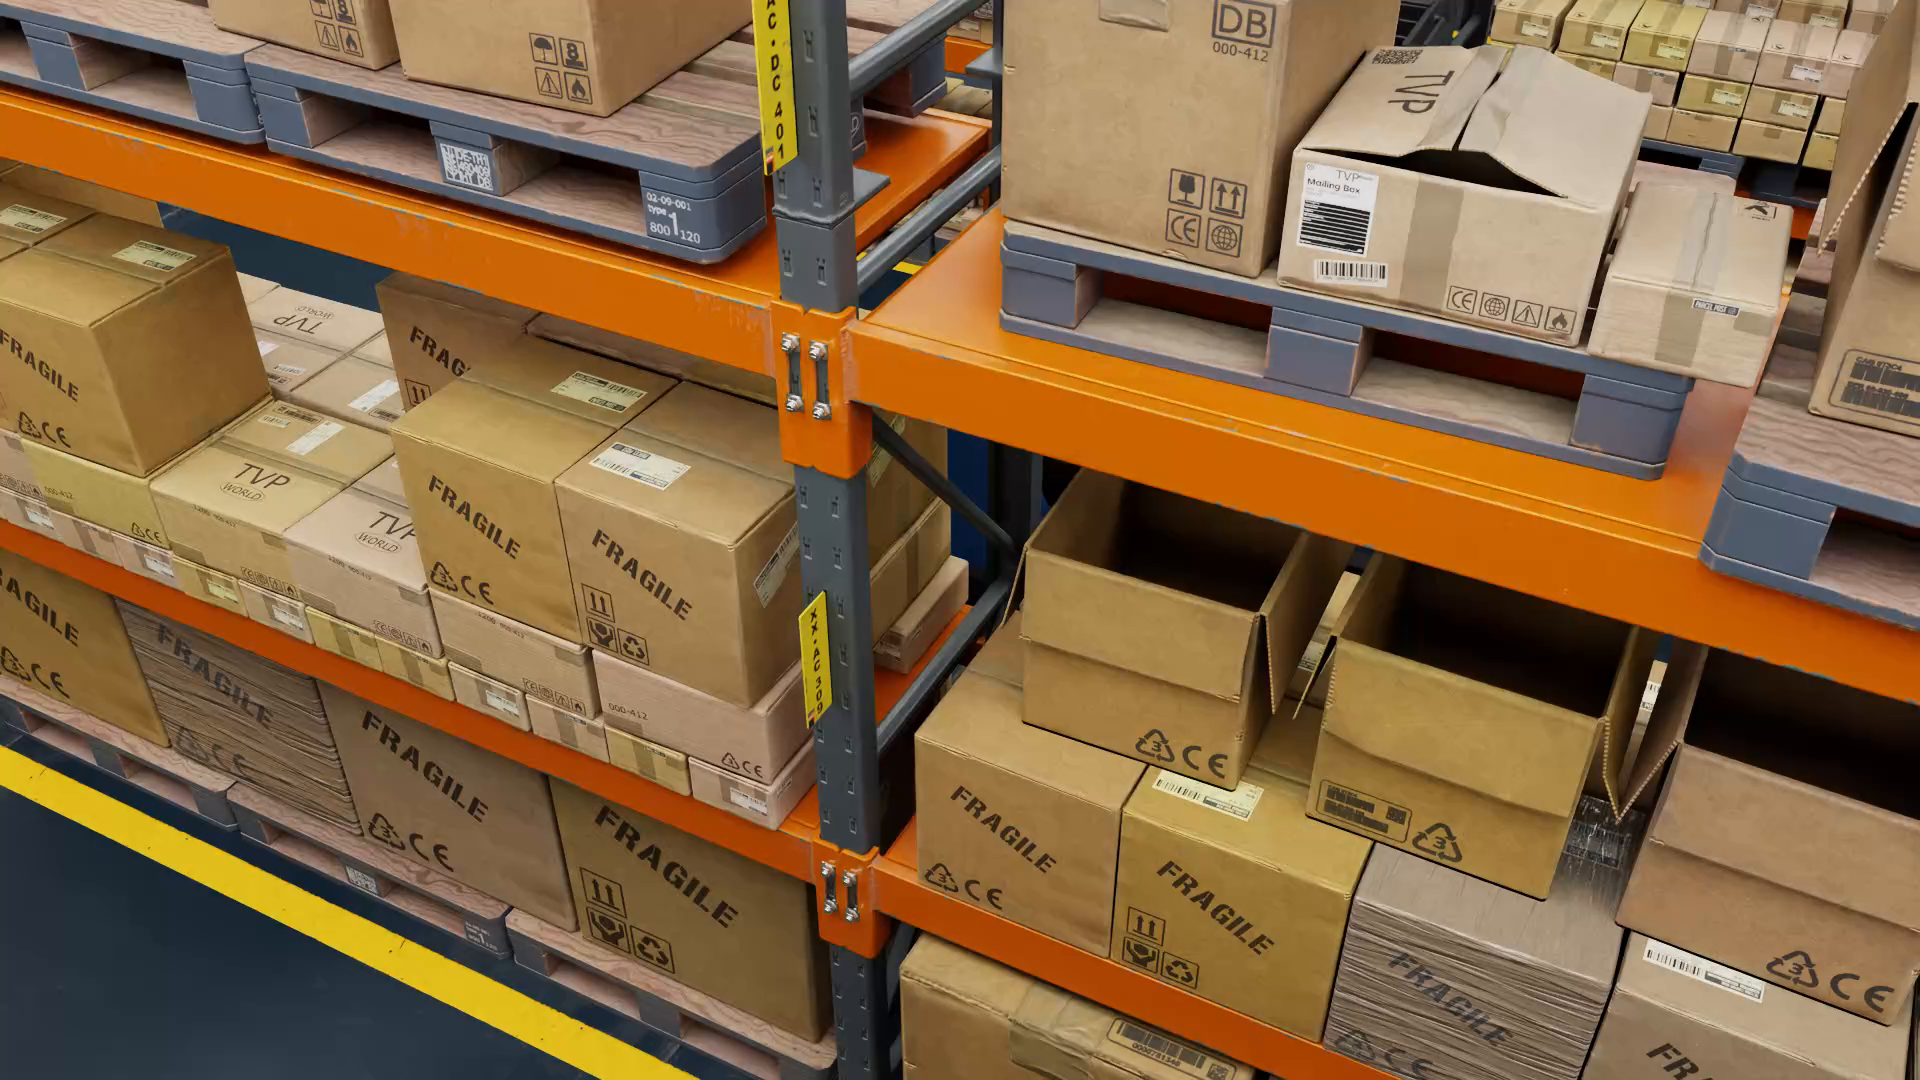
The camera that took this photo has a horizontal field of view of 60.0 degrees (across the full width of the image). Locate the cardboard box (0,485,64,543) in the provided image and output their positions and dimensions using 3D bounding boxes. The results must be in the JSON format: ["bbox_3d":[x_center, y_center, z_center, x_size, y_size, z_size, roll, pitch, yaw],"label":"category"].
[{"bbox_3d":[-2.762,-0.179,5.213,0.250,0.149,0.380,17,40,21],"label":"cardboard box"}]

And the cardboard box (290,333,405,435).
[{"bbox_3d":[-1.694,-0.410,5.187,0.500,0.250,0.500,17,41,22],"label":"cardboard box"}]

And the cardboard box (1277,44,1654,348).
[{"bbox_3d":[0.872,-0.630,2.844,0.500,0.311,0.500,16,40,20],"label":"cardboard box"}]

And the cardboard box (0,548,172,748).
[{"bbox_3d":[-3.008,0.045,6.119,0.875,0.875,0.875,17,41,21],"label":"cardboard box"}]

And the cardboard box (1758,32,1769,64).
[{"bbox_3d":[3.452,-2.256,7.355,0.250,0.149,0.380,16,40,20],"label":"cardboard box"}]

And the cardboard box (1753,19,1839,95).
[{"bbox_3d":[3.373,-1.951,6.707,0.250,0.149,0.380,17,40,21],"label":"cardboard box"}]

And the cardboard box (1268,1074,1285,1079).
[{"bbox_3d":[1.310,1.438,4.285,0.875,0.875,1.225,16,40,20],"label":"cardboard box"}]

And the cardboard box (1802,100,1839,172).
[{"bbox_3d":[3.610,-1.642,6.792,0.250,0.149,0.380,17,40,21],"label":"cardboard box"}]

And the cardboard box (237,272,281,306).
[{"bbox_3d":[-2.611,-0.694,5.561,0.500,0.250,0.500,17,40,21],"label":"cardboard box"}]

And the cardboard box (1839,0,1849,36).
[{"bbox_3d":[5.889,-3.922,11.345,0.875,0.875,0.875,19,41,23],"label":"cardboard box"}]

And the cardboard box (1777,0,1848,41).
[{"bbox_3d":[3.673,-2.298,7.165,0.250,0.149,0.380,16,40,20],"label":"cardboard box"}]

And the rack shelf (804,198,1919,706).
[{"bbox_3d":[1.715,-0.009,2.895,4.000,0.370,1.077,17,41,21],"label":"rack shelf"}]

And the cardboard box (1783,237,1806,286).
[{"bbox_3d":[3.769,-1.123,7.349,0.500,0.250,0.500,19,41,23],"label":"cardboard box"}]

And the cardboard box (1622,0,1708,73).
[{"bbox_3d":[2.925,-2.092,6.894,0.250,0.149,0.380,18,41,22],"label":"cardboard box"}]

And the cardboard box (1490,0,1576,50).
[{"bbox_3d":[2.448,-2.239,7.087,0.250,0.149,0.380,19,41,24],"label":"cardboard box"}]

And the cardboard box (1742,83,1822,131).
[{"bbox_3d":[3.380,-1.832,6.797,0.250,0.149,0.380,19,41,23],"label":"cardboard box"}]

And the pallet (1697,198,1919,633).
[{"bbox_3d":[1.900,-0.124,2.607,1.213,0.211,1.003,19,41,24],"label":"pallet"}]

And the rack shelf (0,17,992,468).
[{"bbox_3d":[-1.837,-1.121,4.360,4.000,0.370,1.077,17,41,21],"label":"rack shelf"}]

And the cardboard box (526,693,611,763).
[{"bbox_3d":[-0.939,0.392,4.461,0.250,0.149,0.380,17,40,21],"label":"cardboard box"}]

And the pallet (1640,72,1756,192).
[{"bbox_3d":[2.921,-1.924,7.463,1.213,0.211,1.003,17,41,21],"label":"pallet"}]

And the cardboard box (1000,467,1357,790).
[{"bbox_3d":[0.510,0.077,3.755,0.637,0.503,0.797,16,40,20],"label":"cardboard box"}]

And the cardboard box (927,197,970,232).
[{"bbox_3d":[0.016,-1.874,9.248,0.250,0.149,0.380,17,41,22],"label":"cardboard box"}]

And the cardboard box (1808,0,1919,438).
[{"bbox_3d":[1.667,-0.504,2.519,0.637,0.503,0.797,17,40,21],"label":"cardboard box"}]

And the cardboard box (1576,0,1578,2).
[{"bbox_3d":[2.756,-2.589,7.548,0.250,0.149,0.380,19,41,24],"label":"cardboard box"}]

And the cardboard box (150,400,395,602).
[{"bbox_3d":[-1.936,-0.124,4.811,0.500,0.250,0.500,17,40,21],"label":"cardboard box"}]

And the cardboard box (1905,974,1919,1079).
[{"bbox_3d":[2.036,1.127,3.201,0.500,0.500,0.500,16,40,20],"label":"cardboard box"}]

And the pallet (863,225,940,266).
[{"bbox_3d":[-0.470,-2.027,9.746,1.213,0.211,1.003,17,41,21],"label":"pallet"}]

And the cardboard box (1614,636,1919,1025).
[{"bbox_3d":[1.673,0.439,3.279,0.637,0.503,0.797,19,41,23],"label":"cardboard box"}]

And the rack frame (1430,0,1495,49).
[{"bbox_3d":[2.310,-2.291,7.788,0.127,3.000,1.000,17,41,21],"label":"rack frame"}]

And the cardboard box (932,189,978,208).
[{"bbox_3d":[0.037,-1.991,9.156,0.250,0.149,0.380,15,40,19],"label":"cardboard box"}]

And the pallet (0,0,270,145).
[{"bbox_3d":[-1.862,-1.389,4.191,1.213,0.211,1.003,17,41,21],"label":"pallet"}]

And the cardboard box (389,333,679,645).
[{"bbox_3d":[-1.035,-0.140,4.211,0.500,0.500,0.500,18,41,22],"label":"cardboard box"}]

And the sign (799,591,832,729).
[{"bbox_3d":[-0.315,0.266,3.638,0.005,0.325,0.100,17,41,21],"label":"sign"}]

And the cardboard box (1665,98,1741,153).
[{"bbox_3d":[3.139,-1.786,6.983,0.250,0.149,0.380,18,41,22],"label":"cardboard box"}]

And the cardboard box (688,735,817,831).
[{"bbox_3d":[-0.483,0.535,4.272,0.250,0.149,0.380,18,41,22],"label":"cardboard box"}]

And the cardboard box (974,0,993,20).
[{"bbox_3d":[0.401,-2.872,8.224,0.500,0.500,0.500,16,40,20],"label":"cardboard box"}]

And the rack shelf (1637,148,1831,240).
[{"bbox_3d":[4.085,-1.449,7.273,4.000,0.370,1.077,17,41,21],"label":"rack shelf"}]

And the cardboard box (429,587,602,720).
[{"bbox_3d":[-1.035,0.160,4.436,0.500,0.250,0.500,19,41,23],"label":"cardboard box"}]

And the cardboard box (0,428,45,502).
[{"bbox_3d":[-2.846,-0.408,5.185,0.500,0.250,0.500,17,40,21],"label":"cardboard box"}]

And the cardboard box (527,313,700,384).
[{"bbox_3d":[-0.803,-0.425,4.587,0.500,0.500,0.500,17,41,21],"label":"cardboard box"}]

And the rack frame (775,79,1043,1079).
[{"bbox_3d":[-0.061,0.344,4.317,0.127,3.000,1.000,17,41,21],"label":"rack frame"}]

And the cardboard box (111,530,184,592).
[{"bbox_3d":[-2.307,-0.037,5.025,0.250,0.149,0.380,17,40,21],"label":"cardboard box"}]

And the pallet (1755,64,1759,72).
[{"bbox_3d":[5.216,-3.692,11.940,1.213,0.211,1.003,17,41,21],"label":"pallet"}]

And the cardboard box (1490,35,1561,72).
[{"bbox_3d":[2.448,-2.121,7.177,0.250,0.149,0.380,18,41,22],"label":"cardboard box"}]

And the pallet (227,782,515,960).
[{"bbox_3d":[-1.788,0.862,5.940,1.213,0.211,1.003,17,41,21],"label":"pallet"}]

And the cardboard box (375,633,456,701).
[{"bbox_3d":[-1.397,0.249,4.649,0.250,0.149,0.380,18,41,22],"label":"cardboard box"}]

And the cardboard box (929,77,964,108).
[{"bbox_3d":[-0.171,-2.557,9.656,0.250,0.149,0.380,16,40,21],"label":"cardboard box"}]

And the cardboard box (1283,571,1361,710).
[{"bbox_3d":[0.916,0.428,4.122,0.500,0.500,0.500,19,41,23],"label":"cardboard box"}]

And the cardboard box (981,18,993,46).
[{"bbox_3d":[0.303,-2.631,8.443,0.250,0.149,0.380,19,41,23],"label":"cardboard box"}]

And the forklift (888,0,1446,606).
[{"bbox_3d":[1.005,-0.879,5.983,3.031,2.935,1.130,16,40,20],"label":"forklift"}]

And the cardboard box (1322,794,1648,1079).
[{"bbox_3d":[1.123,0.845,3.574,0.500,0.500,0.500,16,40,20],"label":"cardboard box"}]

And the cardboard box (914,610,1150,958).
[{"bbox_3d":[0.232,0.566,3.941,0.500,0.500,0.500,18,41,22],"label":"cardboard box"}]

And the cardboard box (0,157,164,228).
[{"bbox_3d":[-3.060,-1.132,5.518,0.500,0.500,0.500,18,41,22],"label":"cardboard box"}]

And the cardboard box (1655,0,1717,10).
[{"bbox_3d":[3.223,-2.442,7.354,0.250,0.149,0.380,16,40,20],"label":"cardboard box"}]

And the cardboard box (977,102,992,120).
[{"bbox_3d":[0.294,-2.406,9.457,0.250,0.149,0.380,19,41,23],"label":"cardboard box"}]

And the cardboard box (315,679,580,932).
[{"bbox_3d":[-1.410,0.546,5.460,0.875,0.875,0.875,17,41,21],"label":"cardboard box"}]

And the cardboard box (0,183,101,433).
[{"bbox_3d":[-2.867,-0.709,4.960,0.500,0.500,0.500,16,40,20],"label":"cardboard box"}]

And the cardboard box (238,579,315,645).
[{"bbox_3d":[-1.849,0.106,4.837,0.250,0.149,0.380,18,41,22],"label":"cardboard box"}]

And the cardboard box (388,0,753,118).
[{"bbox_3d":[-0.784,-1.284,3.466,0.500,0.500,0.700,15,40,19],"label":"cardboard box"}]

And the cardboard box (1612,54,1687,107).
[{"bbox_3d":[2.908,-1.978,6.989,0.250,0.149,0.380,18,41,23],"label":"cardboard box"}]
